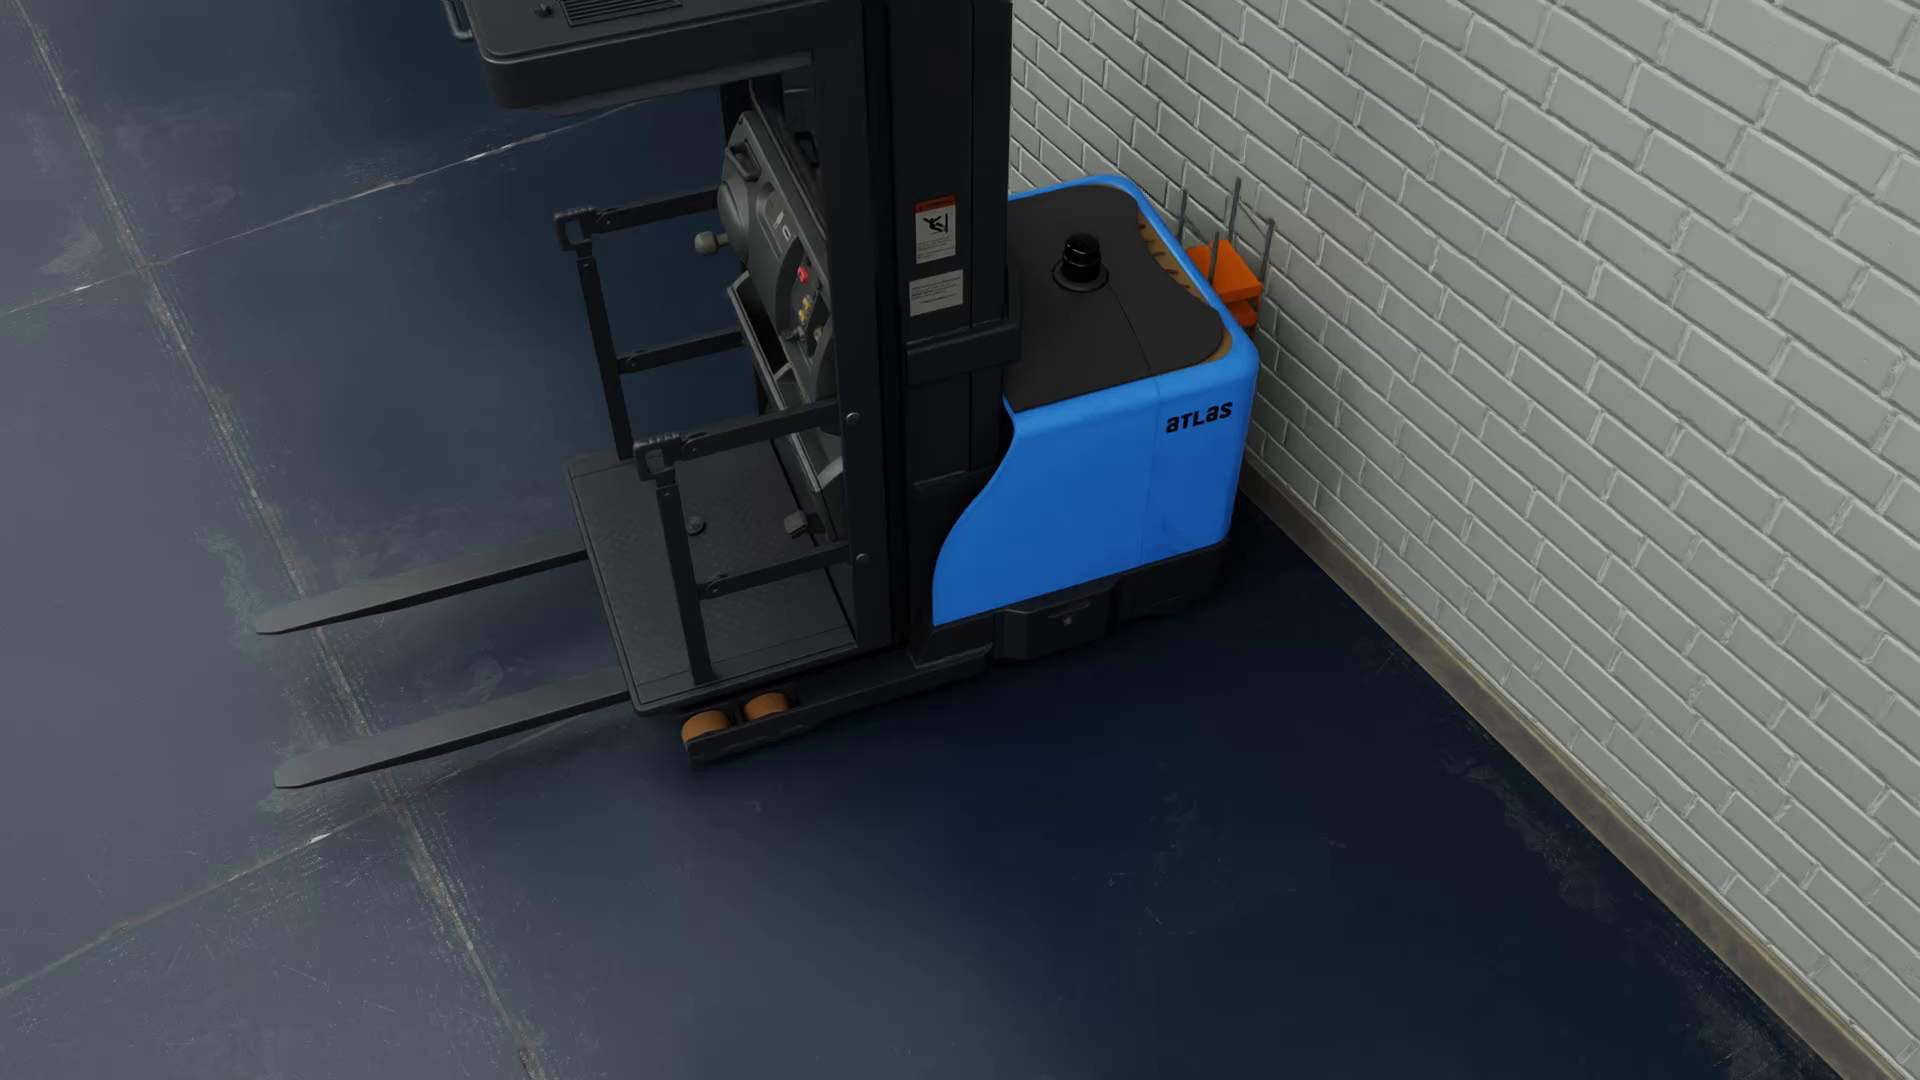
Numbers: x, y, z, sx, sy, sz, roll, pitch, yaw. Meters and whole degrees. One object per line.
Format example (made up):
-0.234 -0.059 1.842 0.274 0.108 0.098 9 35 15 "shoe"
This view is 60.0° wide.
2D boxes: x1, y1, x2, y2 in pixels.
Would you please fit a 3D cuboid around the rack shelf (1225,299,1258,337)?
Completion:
0.814 -0.748 5.351 0.180 0.103 0.258 -16 50 -14 "rack shelf"

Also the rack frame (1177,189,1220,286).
0.727 -0.594 5.475 0.006 1.200 0.240 -16 50 -14 "rack frame"

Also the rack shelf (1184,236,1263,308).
0.814 -0.828 5.261 0.180 0.103 0.258 -16 50 -14 "rack shelf"

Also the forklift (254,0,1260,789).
-0.684 -0.740 4.447 3.031 2.935 1.130 -16 50 -14 "forklift"

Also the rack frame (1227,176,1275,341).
0.899 -0.642 5.518 0.006 1.200 0.240 -16 50 -14 "rack frame"

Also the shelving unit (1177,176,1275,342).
0.813 -0.618 5.496 0.189 1.200 0.258 -16 50 -14 "shelving unit"

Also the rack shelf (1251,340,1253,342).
0.813 -0.668 5.440 0.180 0.103 0.258 -16 50 -14 "rack shelf"
